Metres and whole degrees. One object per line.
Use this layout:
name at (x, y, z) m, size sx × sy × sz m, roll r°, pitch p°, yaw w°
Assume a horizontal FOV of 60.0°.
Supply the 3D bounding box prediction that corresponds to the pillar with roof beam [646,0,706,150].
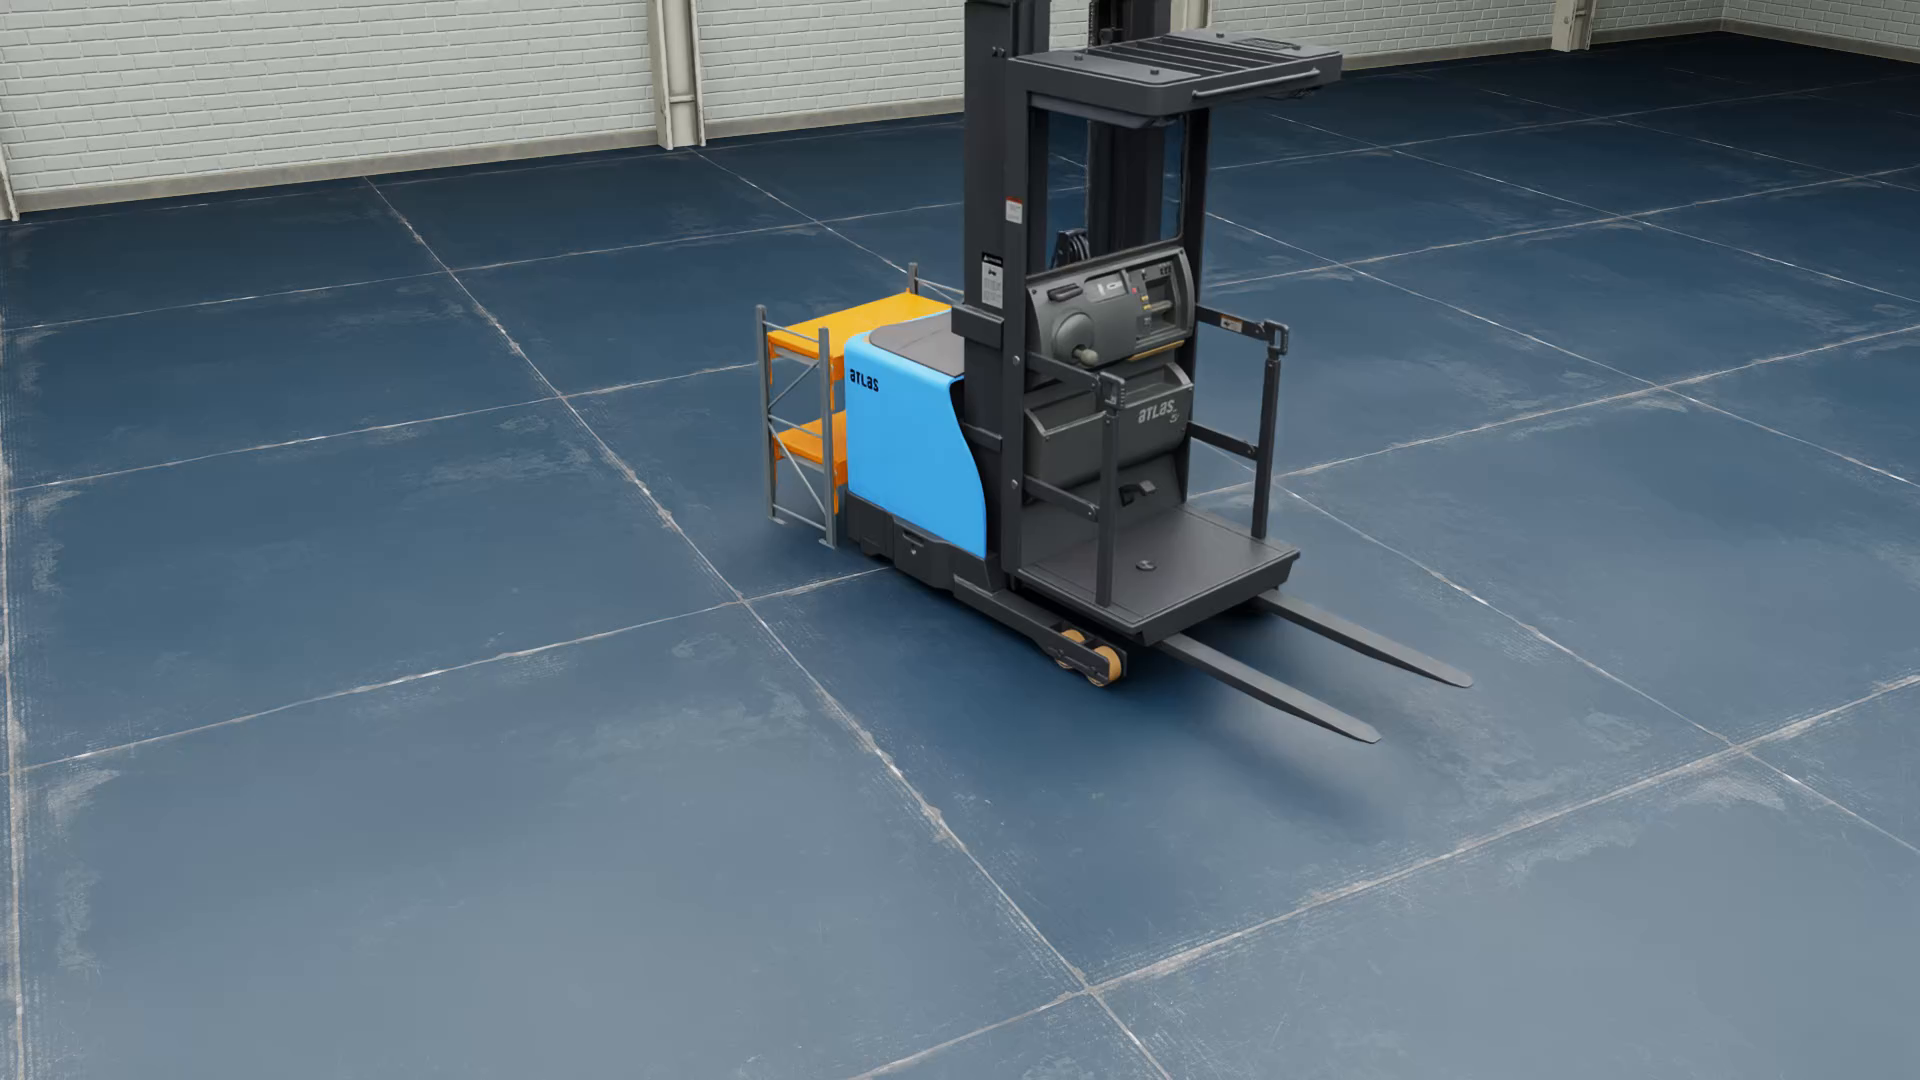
pillar with roof beam at (-0.710, -6.300, 10.974) m, size 0.400 × 9.000 × 9.100 m, roll -13°, pitch 29°, yaw -25°

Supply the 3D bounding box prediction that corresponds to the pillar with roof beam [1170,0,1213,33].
pillar with roof beam at (4.584, -7.522, 13.519) m, size 0.400 × 9.000 × 9.100 m, roll -13°, pitch 29°, yaw -25°

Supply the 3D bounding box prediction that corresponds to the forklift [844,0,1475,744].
forklift at (0.788, -0.955, 6.853) m, size 1.130 × 2.935 × 3.031 m, roll -21°, pitch 33°, yaw -36°

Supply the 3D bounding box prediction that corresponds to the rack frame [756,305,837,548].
rack frame at (-0.795, -0.546, 8.087) m, size 0.500 × 1.125 × 0.032 m, roll 23°, pitch 34°, yaw 39°

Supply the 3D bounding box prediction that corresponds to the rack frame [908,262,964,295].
rack frame at (-0.081, -0.859, 8.740) m, size 0.500 × 1.125 × 0.032 m, roll 23°, pitch 34°, yaw 39°

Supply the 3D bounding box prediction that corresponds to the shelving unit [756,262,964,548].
shelving unit at (-0.438, -0.703, 8.414) m, size 0.538 × 1.125 × 1.048 m, roll 23°, pitch 34°, yaw 39°

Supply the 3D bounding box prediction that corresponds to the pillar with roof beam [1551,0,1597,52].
pillar with roof beam at (9.879, -8.744, 16.064) m, size 0.400 × 9.000 × 9.100 m, roll -13°, pitch 29°, yaw -25°

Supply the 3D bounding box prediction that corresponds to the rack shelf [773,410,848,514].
rack shelf at (-0.438, -0.482, 8.520) m, size 0.538 × 0.278 × 1.000 m, roll 23°, pitch 34°, yaw 39°

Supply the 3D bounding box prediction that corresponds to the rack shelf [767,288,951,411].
rack shelf at (-0.438, -0.966, 8.287) m, size 0.538 × 0.278 × 1.000 m, roll 23°, pitch 34°, yaw 39°

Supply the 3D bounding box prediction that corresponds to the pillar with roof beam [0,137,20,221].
pillar with roof beam at (-6.004, -5.078, 8.429) m, size 0.400 × 9.000 × 9.100 m, roll -13°, pitch 29°, yaw -25°
